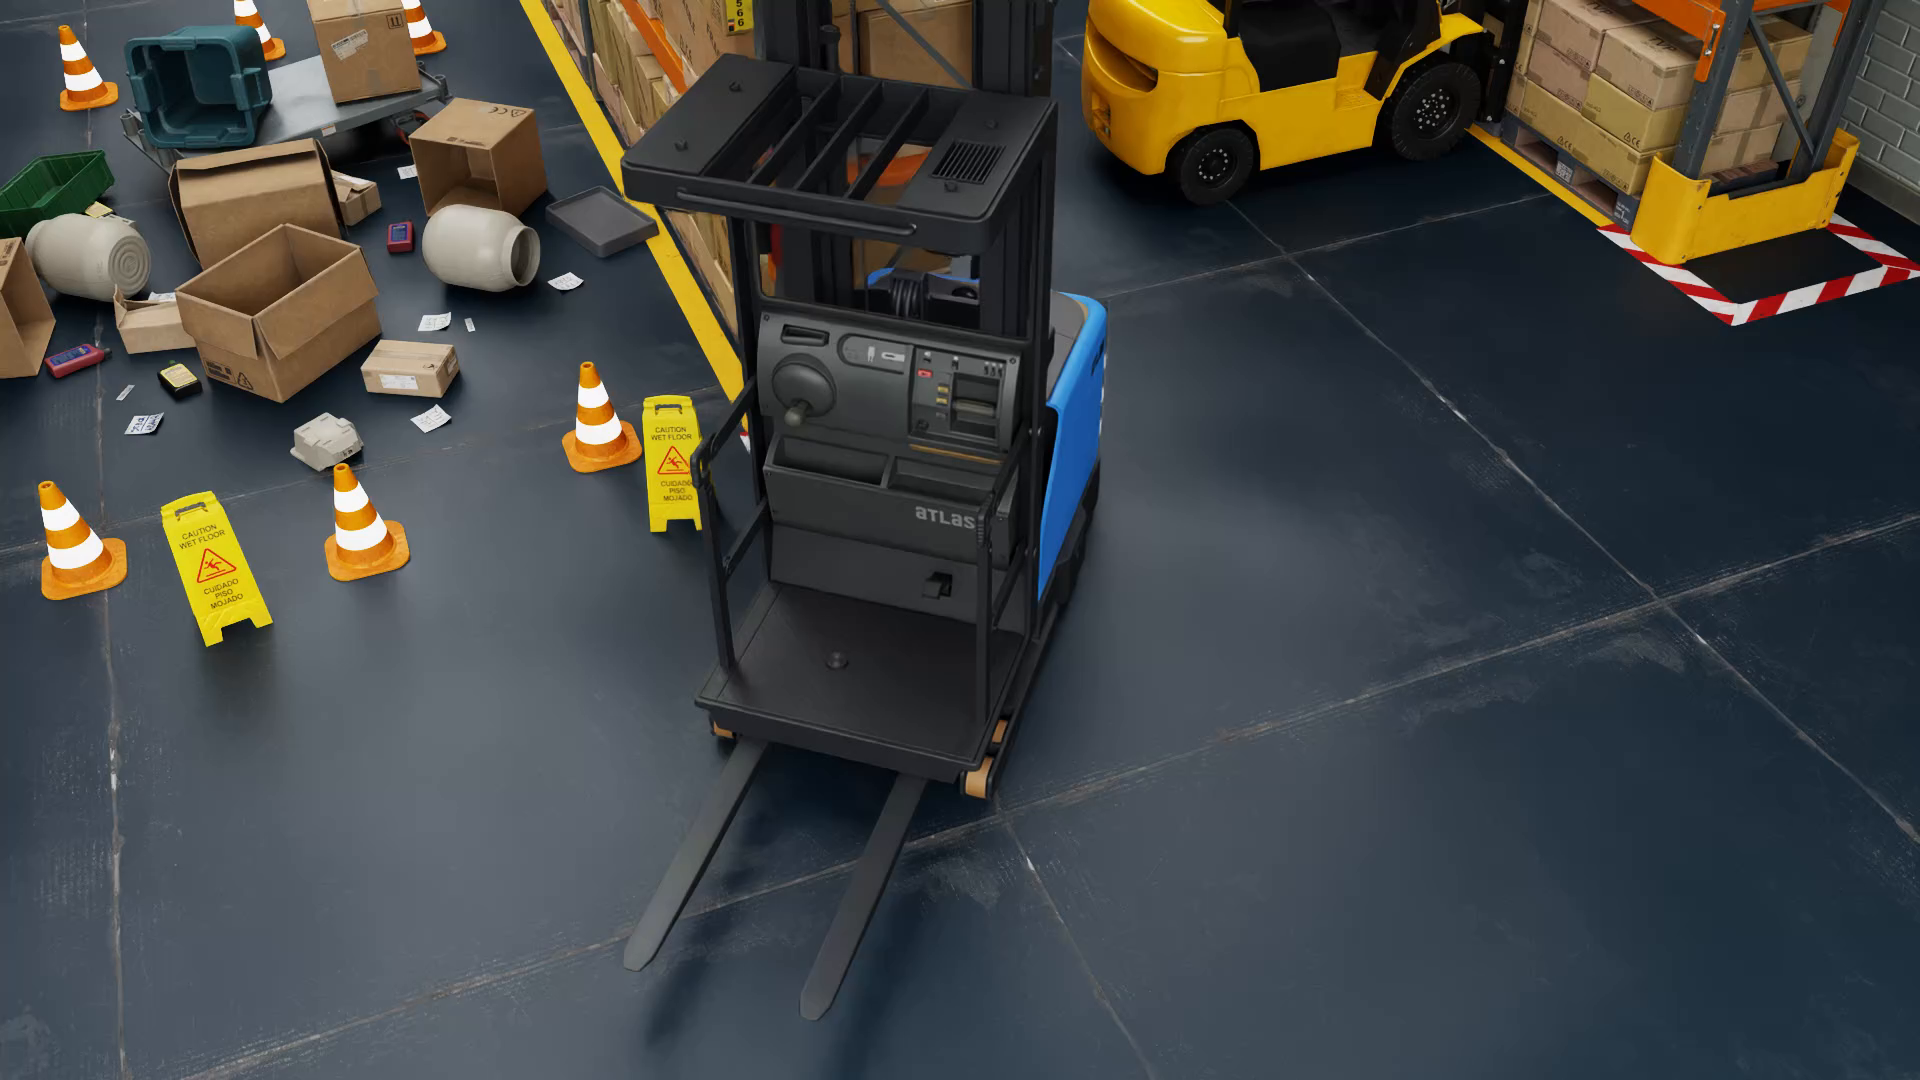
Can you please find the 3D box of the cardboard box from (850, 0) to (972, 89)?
[{"bbox_3d":[-0.236,-2.137,7.130,0.500,0.500,0.500,-16,43,-18],"label":"cardboard box"}]

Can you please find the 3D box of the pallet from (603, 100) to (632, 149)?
[{"bbox_3d":[-1.552,-2.589,10.098,1.003,0.211,1.213,-15,43,-17],"label":"pallet"}]

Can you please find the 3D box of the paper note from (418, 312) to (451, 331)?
[{"bbox_3d":[-2.698,-1.124,8.542,0.148,0.019,0.142,-2,41,-2],"label":"paper note"}]

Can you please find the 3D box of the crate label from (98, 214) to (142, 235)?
[{"bbox_3d":[-4.640,-1.657,9.072,0.250,0.136,0.298,19,44,20],"label":"crate label"}]

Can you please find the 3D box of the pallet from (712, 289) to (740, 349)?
[{"bbox_3d":[-0.618,-1.119,8.389,1.003,0.211,1.213,-15,43,-17],"label":"pallet"}]

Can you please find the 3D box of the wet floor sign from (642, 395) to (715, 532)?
[{"bbox_3d":[-1.227,-0.358,7.171,0.267,0.644,0.232,-2,41,-2],"label":"wet floor sign"}]

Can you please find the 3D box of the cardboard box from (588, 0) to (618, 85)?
[{"bbox_3d":[-1.865,-3.020,9.673,0.500,0.500,0.500,-13,42,-15],"label":"cardboard box"}]

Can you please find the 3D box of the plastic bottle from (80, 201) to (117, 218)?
[{"bbox_3d":[-4.876,-1.842,9.345,0.283,0.061,0.133,27,47,27],"label":"plastic bottle"}]

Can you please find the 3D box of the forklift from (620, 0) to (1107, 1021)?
[{"bbox_3d":[-0.314,-0.454,5.530,1.130,2.935,3.031,11,42,13],"label":"forklift"}]

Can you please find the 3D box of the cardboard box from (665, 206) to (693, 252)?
[{"bbox_3d":[-1.265,-1.796,8.825,0.500,0.250,0.500,-17,43,-18],"label":"cardboard box"}]

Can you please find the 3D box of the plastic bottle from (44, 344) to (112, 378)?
[{"bbox_3d":[-4.372,-0.902,8.252,0.283,0.061,0.133,-31,49,-31],"label":"plastic bottle"}]

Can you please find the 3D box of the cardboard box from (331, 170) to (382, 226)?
[{"bbox_3d":[-3.513,-1.979,9.348,0.396,0.266,0.258,19,44,20],"label":"cardboard box"}]

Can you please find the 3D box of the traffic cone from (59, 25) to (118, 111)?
[{"bbox_3d":[-5.494,-2.969,10.347,0.336,0.463,0.334,-15,43,-17],"label":"traffic cone"}]

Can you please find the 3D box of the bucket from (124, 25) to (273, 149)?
[{"bbox_3d":[-4.194,-2.574,9.288,0.726,0.611,0.620,-2,31,-2],"label":"bucket"}]

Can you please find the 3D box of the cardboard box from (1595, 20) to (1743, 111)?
[{"bbox_3d":[3.809,-2.568,8.956,0.500,0.250,0.500,-14,43,-15],"label":"cardboard box"}]

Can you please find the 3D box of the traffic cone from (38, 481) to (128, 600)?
[{"bbox_3d":[-3.737,-0.049,6.952,0.336,0.463,0.334,-15,43,-17],"label":"traffic cone"}]

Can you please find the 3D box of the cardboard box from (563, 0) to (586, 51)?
[{"bbox_3d":[-2.044,-3.520,10.736,0.950,0.372,0.625,-15,43,-16],"label":"cardboard box"}]

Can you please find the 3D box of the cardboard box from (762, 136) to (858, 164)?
[{"bbox_3d":[-0.651,-1.709,7.129,0.380,0.149,0.250,-14,43,-15],"label":"cardboard box"}]

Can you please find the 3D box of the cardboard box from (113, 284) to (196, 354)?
[{"bbox_3d":[-4.017,-1.133,8.364,0.396,0.266,0.258,-8,41,-9],"label":"cardboard box"}]

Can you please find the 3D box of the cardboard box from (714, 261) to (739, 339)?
[{"bbox_3d":[-0.878,-1.183,8.112,0.500,0.250,0.500,-15,43,-17],"label":"cardboard box"}]

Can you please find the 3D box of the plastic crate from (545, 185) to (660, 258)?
[{"bbox_3d":[-1.998,-1.784,9.264,0.402,0.080,0.583,-31,49,-31],"label":"plastic crate"}]

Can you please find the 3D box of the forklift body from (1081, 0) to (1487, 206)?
[{"bbox_3d":[1.863,-3.238,9.366,2.313,2.155,1.214,-15,43,-17],"label":"forklift body"}]

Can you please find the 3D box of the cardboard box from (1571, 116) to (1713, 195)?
[{"bbox_3d":[3.802,-2.194,9.287,0.500,0.250,0.500,-15,43,-17],"label":"cardboard box"}]

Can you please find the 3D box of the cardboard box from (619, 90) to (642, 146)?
[{"bbox_3d":[-1.650,-2.417,9.547,0.500,0.250,0.500,-13,42,-14],"label":"cardboard box"}]

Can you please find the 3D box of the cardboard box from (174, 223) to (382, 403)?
[{"bbox_3d":[-3.322,-1.112,8.157,0.637,0.503,0.797,19,44,20],"label":"cardboard box"}]

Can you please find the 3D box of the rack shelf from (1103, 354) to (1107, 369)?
[{"bbox_3d":[0.487,-0.741,7.196,0.258,0.077,0.200,11,42,13],"label":"rack shelf"}]

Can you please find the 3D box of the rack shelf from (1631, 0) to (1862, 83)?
[{"bbox_3d":[3.509,-3.805,9.926,1.077,0.370,4.000,-15,43,-17],"label":"rack shelf"}]

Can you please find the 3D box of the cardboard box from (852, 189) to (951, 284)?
[{"bbox_3d":[-0.374,-1.602,8.024,0.500,0.500,0.500,-16,43,-18],"label":"cardboard box"}]

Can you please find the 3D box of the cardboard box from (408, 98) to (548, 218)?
[{"bbox_3d":[-2.688,-2.110,9.318,0.500,0.500,0.500,12,42,13],"label":"cardboard box"}]

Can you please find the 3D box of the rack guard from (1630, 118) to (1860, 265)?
[{"bbox_3d":[4.283,-1.910,9.088,1.175,0.500,0.348,-15,43,-17],"label":"rack guard"}]

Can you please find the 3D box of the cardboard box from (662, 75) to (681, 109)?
[{"bbox_3d":[-1.253,-2.212,8.236,0.380,0.149,0.250,-13,42,-15],"label":"cardboard box"}]

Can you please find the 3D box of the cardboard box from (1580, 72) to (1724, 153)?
[{"bbox_3d":[3.799,-2.394,9.137,0.500,0.250,0.500,-16,43,-17],"label":"cardboard box"}]

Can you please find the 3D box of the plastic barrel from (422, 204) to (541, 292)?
[{"bbox_3d":[-2.500,-1.522,8.695,0.512,0.421,0.421,12,42,13],"label":"plastic barrel"}]

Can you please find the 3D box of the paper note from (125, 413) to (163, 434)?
[{"bbox_3d":[-3.861,-0.553,7.871,0.144,0.017,0.142,-2,41,-2],"label":"paper note"}]

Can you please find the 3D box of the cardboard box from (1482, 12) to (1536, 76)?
[{"bbox_3d":[3.400,-3.005,9.847,0.500,0.250,0.500,-16,43,-18],"label":"cardboard box"}]

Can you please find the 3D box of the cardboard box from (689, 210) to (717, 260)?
[{"bbox_3d":[-1.061,-1.764,8.213,0.500,0.500,0.500,-14,43,-15],"label":"cardboard box"}]

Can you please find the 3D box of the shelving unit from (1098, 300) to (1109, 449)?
[{"bbox_3d":[0.487,-0.630,7.292,0.258,0.900,0.210,11,42,13],"label":"shelving unit"}]

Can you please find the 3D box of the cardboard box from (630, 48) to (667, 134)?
[{"bbox_3d":[-1.452,-2.388,8.938,0.500,0.500,0.500,-13,42,-15],"label":"cardboard box"}]

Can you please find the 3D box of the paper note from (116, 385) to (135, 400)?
[{"bbox_3d":[-4.053,-0.716,8.075,0.032,0.001,0.123,5,41,6],"label":"paper note"}]

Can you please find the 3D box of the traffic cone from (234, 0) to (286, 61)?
[{"bbox_3d":[-4.644,-3.403,10.852,0.336,0.463,0.334,-15,43,-17],"label":"traffic cone"}]

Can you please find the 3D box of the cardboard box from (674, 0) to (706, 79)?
[{"bbox_3d":[-0.960,-2.344,7.370,0.500,0.500,0.500,-15,43,-17],"label":"cardboard box"}]

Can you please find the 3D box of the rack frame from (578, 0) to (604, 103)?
[{"bbox_3d":[-1.841,-4.042,9.649,1.000,3.000,0.127,-15,43,-17],"label":"rack frame"}]

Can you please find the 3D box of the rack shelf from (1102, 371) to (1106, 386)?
[{"bbox_3d":[0.487,-0.673,7.255,0.258,0.077,0.200,11,42,13],"label":"rack shelf"}]

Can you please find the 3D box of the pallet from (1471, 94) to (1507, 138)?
[{"bbox_3d":[3.480,-2.999,10.576,1.003,0.211,1.213,-15,43,-17],"label":"pallet"}]

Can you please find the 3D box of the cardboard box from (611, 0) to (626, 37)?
[{"bbox_3d":[-1.674,-2.866,8.997,0.380,0.149,0.250,-14,43,-15],"label":"cardboard box"}]

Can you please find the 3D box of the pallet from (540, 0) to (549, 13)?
[{"bbox_3d":[-2.611,-4.189,11.960,1.003,0.211,1.213,-15,43,-17],"label":"pallet"}]

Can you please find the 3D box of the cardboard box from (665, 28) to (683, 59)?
[{"bbox_3d":[-1.206,-2.462,8.005,0.380,0.149,0.250,-16,43,-17],"label":"cardboard box"}]

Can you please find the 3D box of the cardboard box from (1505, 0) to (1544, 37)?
[{"bbox_3d":[3.406,-3.176,9.662,0.500,0.250,0.500,-15,43,-16],"label":"cardboard box"}]

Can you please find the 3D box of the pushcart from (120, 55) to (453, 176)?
[{"bbox_3d":[-3.929,-2.448,9.808,1.648,0.377,0.936,-31,49,-31],"label":"pushcart"}]

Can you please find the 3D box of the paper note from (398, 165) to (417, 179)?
[{"bbox_3d":[-3.215,-2.171,9.751,0.148,0.019,0.142,-15,43,-17],"label":"paper note"}]

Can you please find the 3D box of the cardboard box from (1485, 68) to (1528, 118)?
[{"bbox_3d":[3.437,-2.799,9.991,0.500,0.250,0.500,-15,43,-16],"label":"cardboard box"}]

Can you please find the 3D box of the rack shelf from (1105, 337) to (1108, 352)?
[{"bbox_3d":[0.487,-0.809,7.138,0.258,0.077,0.200,11,42,13],"label":"rack shelf"}]
